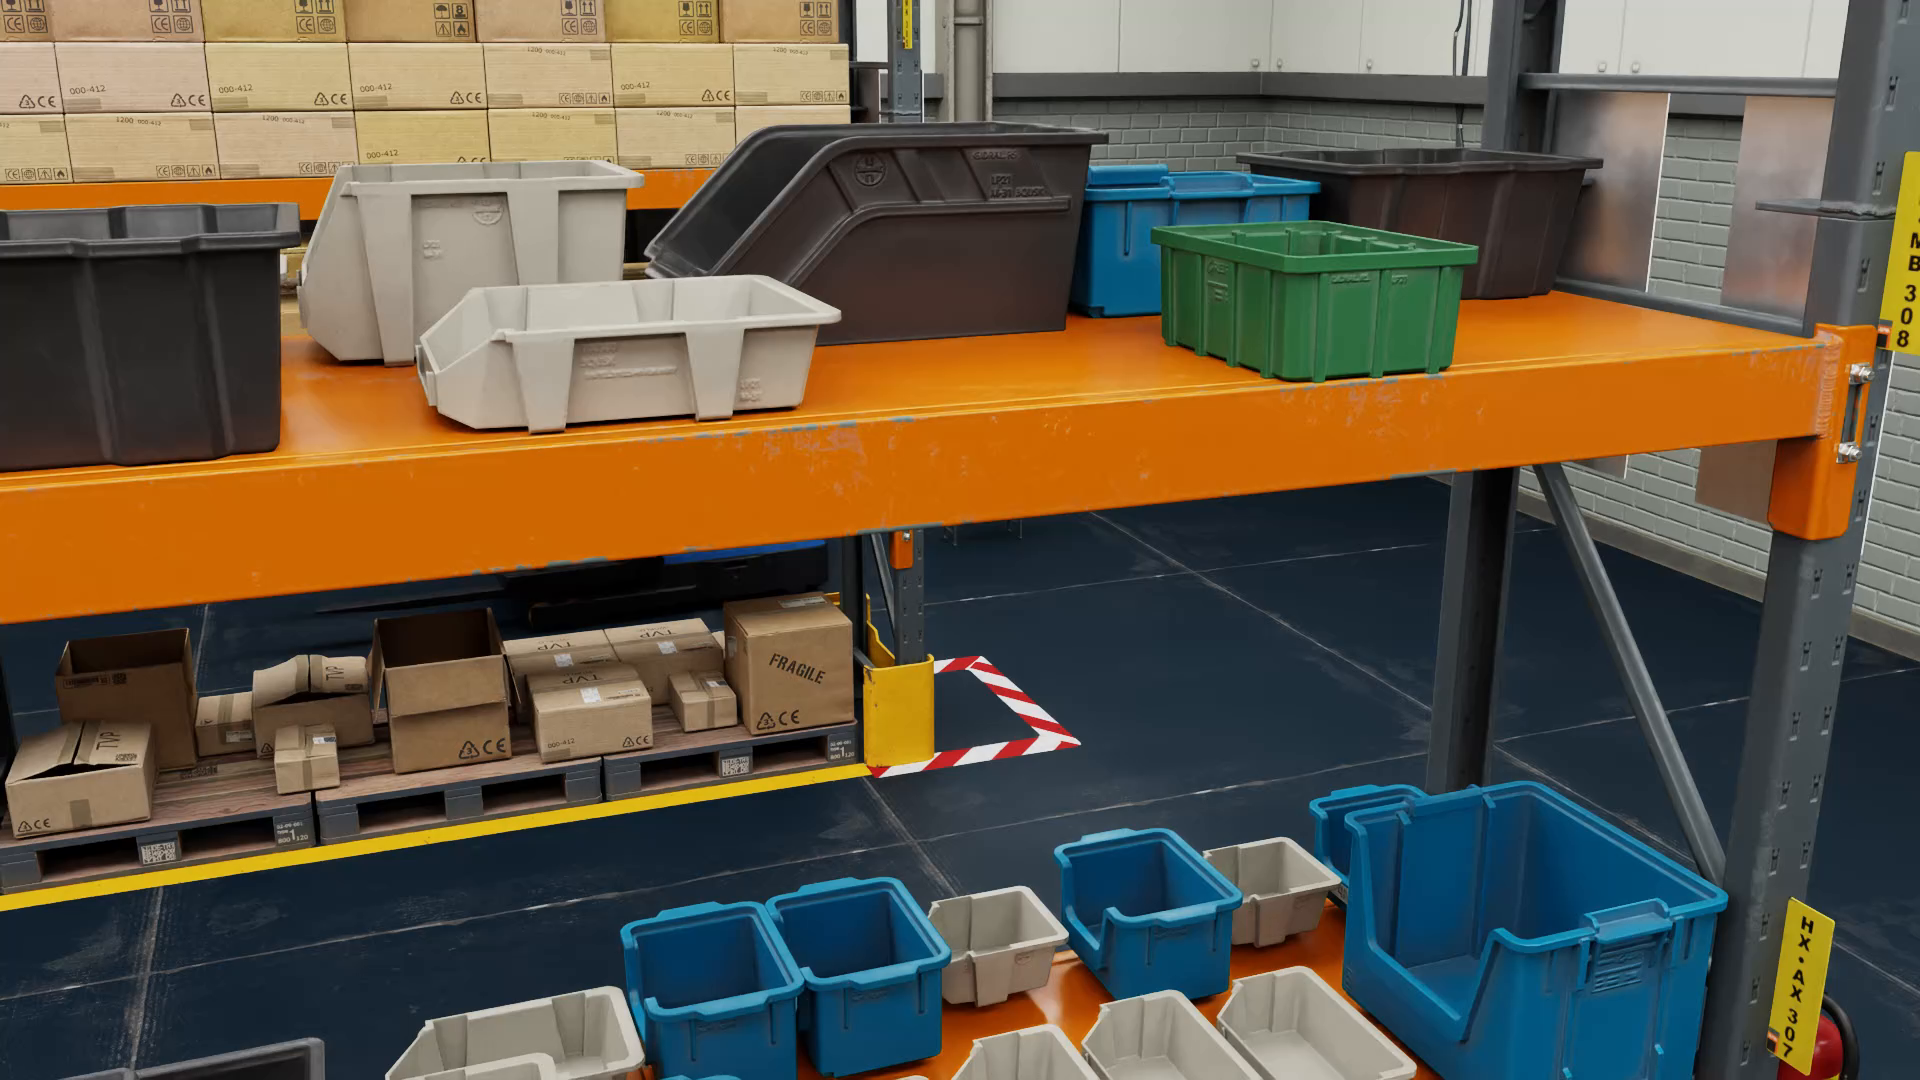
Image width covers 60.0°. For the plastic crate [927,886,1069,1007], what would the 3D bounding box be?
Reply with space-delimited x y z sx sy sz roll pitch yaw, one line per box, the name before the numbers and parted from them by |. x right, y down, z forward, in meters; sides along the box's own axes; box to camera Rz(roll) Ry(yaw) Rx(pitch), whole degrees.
plastic crate | 0.055 0.890 3.606 0.298 0.136 0.250 -6 17 -20

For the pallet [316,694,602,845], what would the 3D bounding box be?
pallet | -2.356 1.020 7.752 1.213 0.211 1.003 -6 17 -20

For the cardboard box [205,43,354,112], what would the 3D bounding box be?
cardboard box | -2.658 -1.815 6.509 0.500 0.250 0.500 -6 17 -20

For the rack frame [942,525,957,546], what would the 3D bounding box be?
rack frame | -0.073 -0.568 11.402 0.015 1.200 0.240 -6 17 -20

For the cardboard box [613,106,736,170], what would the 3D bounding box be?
cardboard box | -1.259 -1.727 7.099 0.500 0.250 0.500 -6 17 -20

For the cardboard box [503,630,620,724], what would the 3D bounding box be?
cardboard box | -1.946 0.660 8.125 0.500 0.250 0.500 -6 17 -20

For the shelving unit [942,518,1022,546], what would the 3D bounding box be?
shelving unit | 0.155 -0.592 11.486 0.503 1.200 0.258 -6 17 -20

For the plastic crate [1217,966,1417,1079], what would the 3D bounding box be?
plastic crate | 0.669 1.002 3.222 0.243 0.136 0.396 -6 17 -20

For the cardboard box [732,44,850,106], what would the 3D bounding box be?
cardboard box | -0.792 -2.017 7.198 0.500 0.250 0.500 -6 17 -20

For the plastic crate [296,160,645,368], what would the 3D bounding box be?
plastic crate | -0.814 -0.465 2.746 0.530 0.282 0.437 -6 17 -20

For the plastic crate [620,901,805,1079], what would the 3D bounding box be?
plastic crate | -0.492 0.928 3.306 0.300 0.233 0.416 -6 17 -20

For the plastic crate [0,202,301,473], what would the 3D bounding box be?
plastic crate | -1.111 -0.251 2.039 0.590 0.269 0.497 -6 17 -20

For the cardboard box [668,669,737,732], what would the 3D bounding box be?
cardboard box | -1.233 0.756 7.947 0.250 0.166 0.380 -6 17 -20

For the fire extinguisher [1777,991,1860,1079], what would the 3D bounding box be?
fire extinguisher | 1.669 1.095 3.344 0.183 0.674 0.296 -6 17 -20

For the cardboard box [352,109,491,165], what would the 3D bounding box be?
cardboard box | -2.194 -1.627 6.759 0.500 0.250 0.500 -6 17 -20

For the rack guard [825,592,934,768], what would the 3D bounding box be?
rack guard | -0.474 0.678 8.401 0.348 0.500 1.175 -6 17 -20

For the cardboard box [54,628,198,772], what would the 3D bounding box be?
cardboard box | -3.708 0.731 7.442 0.500 0.500 0.500 -6 17 -20

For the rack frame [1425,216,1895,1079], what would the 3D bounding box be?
rack frame | 1.366 0.775 3.636 0.127 3.000 1.000 -6 17 -20

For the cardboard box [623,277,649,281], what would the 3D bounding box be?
cardboard box | -1.192 -0.888 7.347 0.500 0.500 0.500 -6 17 -19

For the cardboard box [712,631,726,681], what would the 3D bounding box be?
cardboard box | -1.151 0.597 8.491 0.250 0.166 0.380 -6 17 -20

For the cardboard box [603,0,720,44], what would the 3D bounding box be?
cardboard box | -1.374 -2.411 7.211 0.500 0.500 0.700 -6 17 -20

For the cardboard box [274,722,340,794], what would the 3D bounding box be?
cardboard box | -2.865 0.948 7.295 0.250 0.166 0.380 -6 17 -20

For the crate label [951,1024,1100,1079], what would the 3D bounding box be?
crate label | 0.142 1.062 3.018 0.243 0.136 0.396 -6 17 -20

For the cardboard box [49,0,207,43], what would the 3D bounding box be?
cardboard box | -3.180 -2.165 6.370 0.500 0.500 0.700 -6 17 -20

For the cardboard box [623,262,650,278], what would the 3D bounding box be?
cardboard box | -1.397 -1.026 7.818 0.500 0.500 0.500 -6 17 -20

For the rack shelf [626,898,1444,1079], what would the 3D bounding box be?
rack shelf | -0.502 1.322 3.051 4.000 0.370 1.077 -6 17 -20

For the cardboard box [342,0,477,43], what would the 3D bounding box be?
cardboard box | -2.303 -2.307 6.855 0.500 0.500 0.700 -6 17 -20

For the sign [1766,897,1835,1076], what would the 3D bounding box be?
sign | 1.578 0.840 3.126 0.005 0.325 0.100 -6 17 -20

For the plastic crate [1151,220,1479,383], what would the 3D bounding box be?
plastic crate | 0.547 -0.388 2.649 0.336 0.188 0.450 -6 17 -20

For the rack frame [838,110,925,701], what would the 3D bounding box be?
rack frame | -0.403 -0.529 8.075 0.127 3.000 1.000 -6 17 -20

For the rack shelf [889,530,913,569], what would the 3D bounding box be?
rack shelf | -2.271 0.018 7.490 4.000 0.370 1.077 -6 17 -20

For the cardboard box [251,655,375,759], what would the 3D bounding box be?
cardboard box | -3.007 0.746 7.726 0.500 0.311 0.500 -6 17 -20

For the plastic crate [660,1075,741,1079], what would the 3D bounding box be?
plastic crate | -0.460 1.101 2.716 0.300 0.233 0.416 -6 17 -20

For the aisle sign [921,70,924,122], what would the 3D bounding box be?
aisle sign | -0.230 -1.702 7.458 0.004 0.787 0.394 -6 17 -20

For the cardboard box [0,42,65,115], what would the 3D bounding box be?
cardboard box | -3.595 -1.716 6.174 0.500 0.250 0.500 -6 17 -20

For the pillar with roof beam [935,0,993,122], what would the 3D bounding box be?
pillar with roof beam | 1.573 -4.077 9.512 0.400 9.000 9.100 -6 17 -20

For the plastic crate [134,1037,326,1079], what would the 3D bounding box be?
plastic crate | -1.420 1.098 2.918 0.590 0.125 0.437 -6 17 -20

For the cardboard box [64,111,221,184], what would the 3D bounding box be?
cardboard box | -3.127 -1.526 6.414 0.500 0.250 0.500 -6 17 -20

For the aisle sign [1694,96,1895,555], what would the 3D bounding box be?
aisle sign | 1.538 -0.403 3.032 0.004 0.787 0.394 -6 17 -20

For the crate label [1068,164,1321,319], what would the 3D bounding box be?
crate label | 0.389 -0.585 3.207 0.502 0.251 0.408 -6 17 -20

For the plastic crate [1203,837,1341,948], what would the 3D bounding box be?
plastic crate | 0.688 0.821 3.839 0.298 0.136 0.250 -6 17 -20

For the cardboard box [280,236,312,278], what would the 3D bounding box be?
cardboard box | -4.718 -1.695 11.514 0.700 0.700 0.980 -7 18 -21

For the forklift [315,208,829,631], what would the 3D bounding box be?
forklift | -2.394 -1.040 9.939 3.031 2.935 1.130 -7 18 -22

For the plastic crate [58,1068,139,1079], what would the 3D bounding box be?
plastic crate | -1.446 1.095 2.327 0.583 0.464 0.402 -6 17 -20

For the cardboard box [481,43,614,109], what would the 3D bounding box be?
cardboard box | -1.727 -1.917 6.858 0.500 0.250 0.500 -6 17 -20

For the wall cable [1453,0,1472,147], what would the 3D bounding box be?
wall cable | 3.230 -3.697 13.726 0.112 2.526 3.097 -6 17 -20
